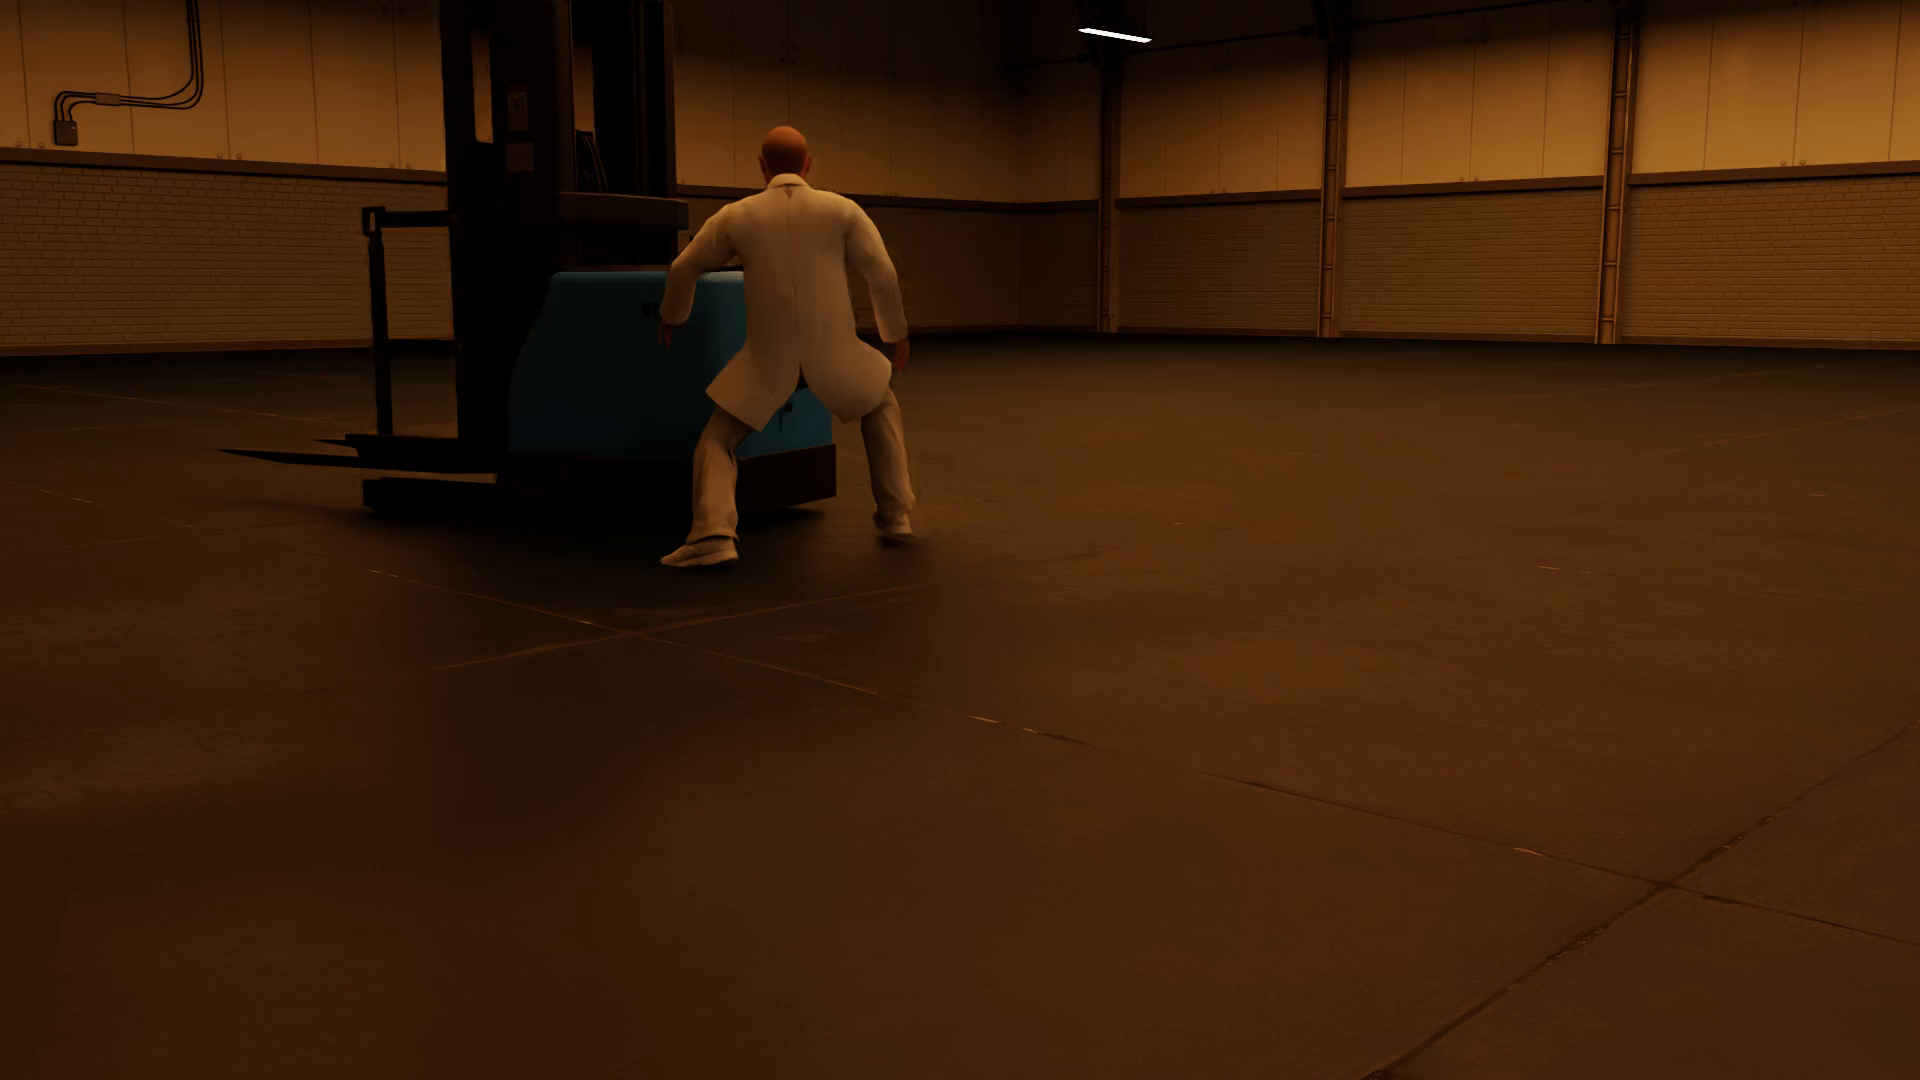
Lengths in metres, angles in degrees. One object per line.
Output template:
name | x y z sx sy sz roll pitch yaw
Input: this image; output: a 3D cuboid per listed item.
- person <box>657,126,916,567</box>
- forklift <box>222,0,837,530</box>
person | -0.672 -0.729 6.322 1.011 1.640 0.879 0 9 -2
forklift | -2.117 -1.616 7.608 3.031 2.935 1.130 4 10 26
